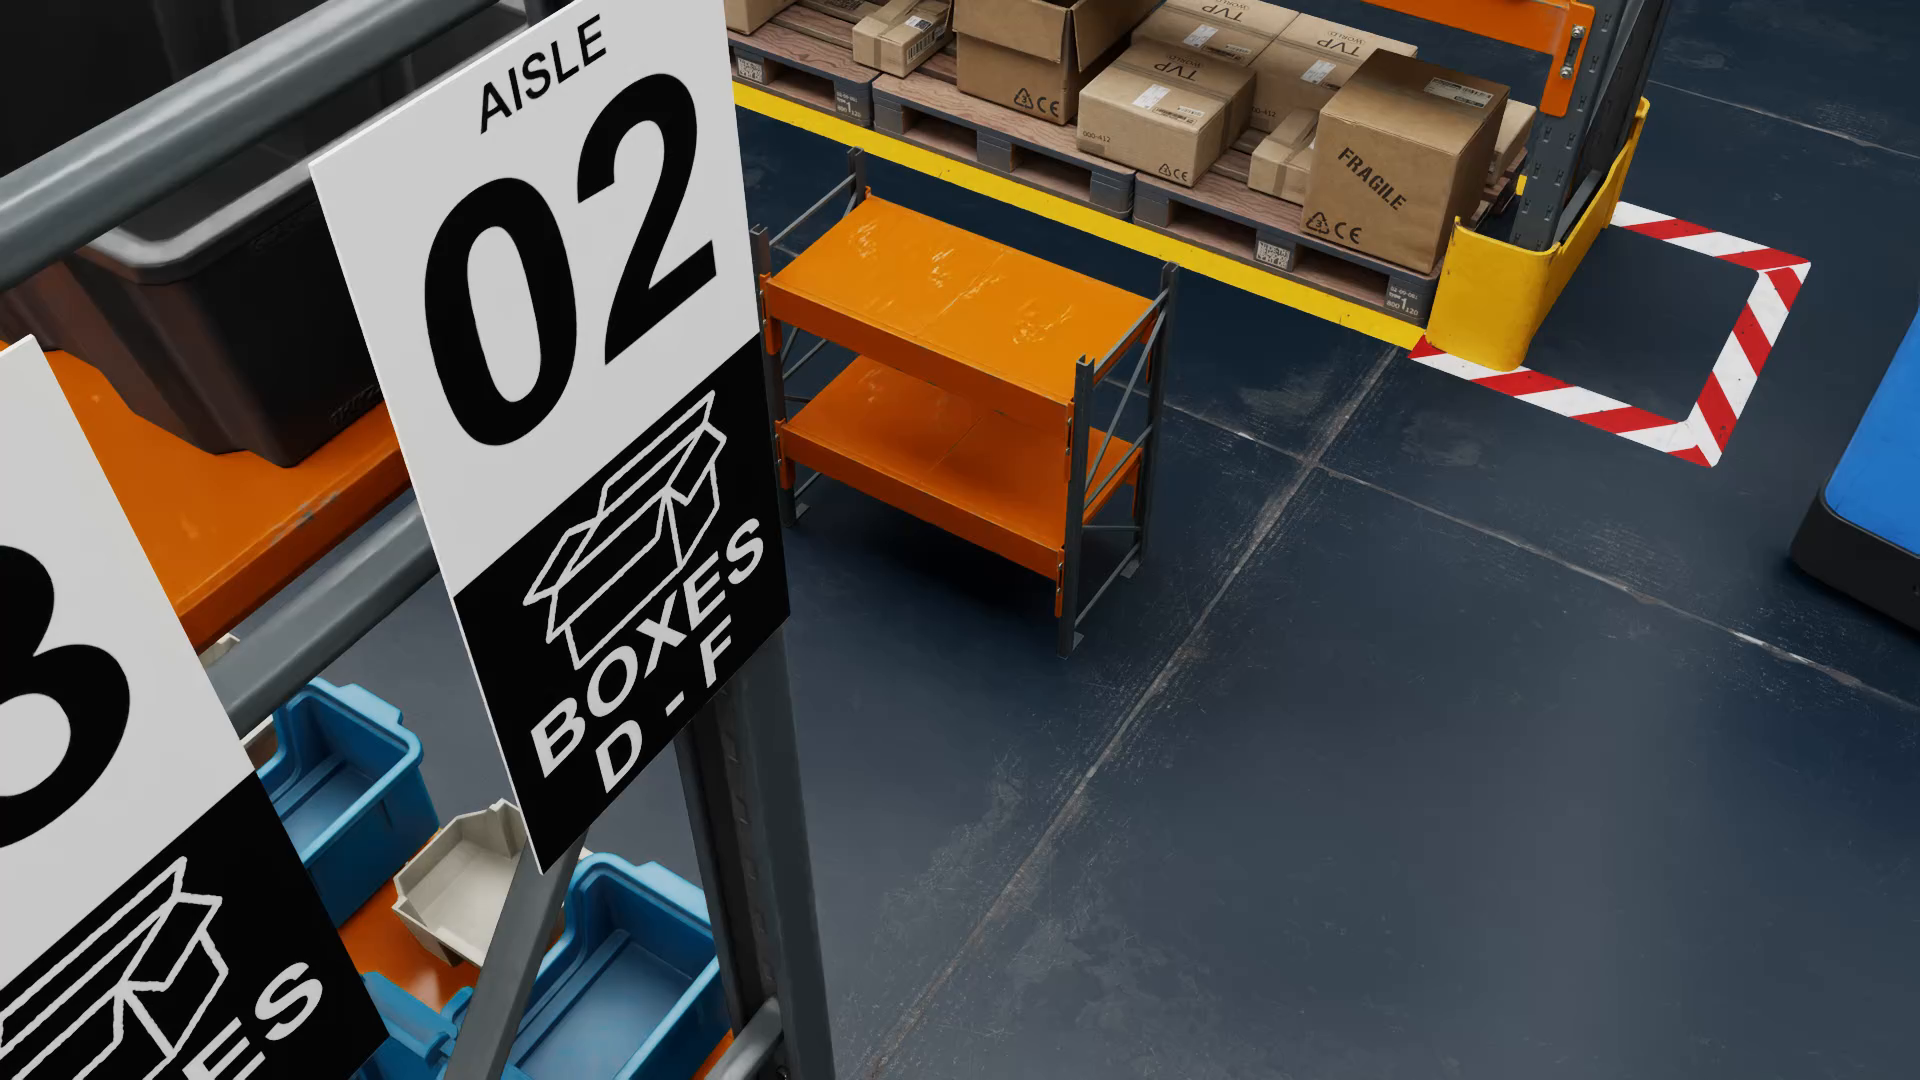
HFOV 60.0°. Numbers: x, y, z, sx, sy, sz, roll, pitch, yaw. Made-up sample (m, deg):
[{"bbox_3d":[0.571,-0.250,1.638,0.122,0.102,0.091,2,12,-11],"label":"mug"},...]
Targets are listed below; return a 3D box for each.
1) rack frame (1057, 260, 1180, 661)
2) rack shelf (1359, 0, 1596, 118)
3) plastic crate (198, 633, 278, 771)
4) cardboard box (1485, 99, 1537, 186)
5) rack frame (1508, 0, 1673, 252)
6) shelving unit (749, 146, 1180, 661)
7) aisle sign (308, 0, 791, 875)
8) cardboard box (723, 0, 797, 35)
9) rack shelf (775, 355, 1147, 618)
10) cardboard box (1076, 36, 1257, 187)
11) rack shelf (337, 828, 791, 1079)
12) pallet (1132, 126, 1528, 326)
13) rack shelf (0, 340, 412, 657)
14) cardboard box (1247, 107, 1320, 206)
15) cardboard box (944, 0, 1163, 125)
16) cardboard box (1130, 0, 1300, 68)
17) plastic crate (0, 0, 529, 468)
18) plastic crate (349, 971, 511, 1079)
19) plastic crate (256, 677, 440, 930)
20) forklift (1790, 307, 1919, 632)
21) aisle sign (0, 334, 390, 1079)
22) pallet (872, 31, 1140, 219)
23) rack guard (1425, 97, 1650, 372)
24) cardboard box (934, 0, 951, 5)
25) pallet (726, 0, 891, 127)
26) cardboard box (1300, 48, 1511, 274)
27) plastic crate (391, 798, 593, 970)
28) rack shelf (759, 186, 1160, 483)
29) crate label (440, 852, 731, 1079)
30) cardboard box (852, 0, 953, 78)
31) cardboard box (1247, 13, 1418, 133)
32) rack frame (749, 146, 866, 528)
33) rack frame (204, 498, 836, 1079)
[{"bbox_3d":[0.434,-0.193,4.653,0.032,1.125,0.500,25,51,22],"label":"rack frame"},{"bbox_3d":[0.480,-2.529,6.118,4.000,0.370,1.077,25,51,22],"label":"rack shelf"},{"bbox_3d":[-1.340,0.323,2.987,0.298,0.136,0.250,25,51,22],"label":"plastic crate"},{"bbox_3d":[1.997,-1.535,6.331,0.250,0.149,0.380,25,51,22],"label":"cardboard box"},{"bbox_3d":[2.164,-2.006,5.108,0.127,3.000,1.000,25,51,22],"label":"rack frame"},{"bbox_3d":[0.006,-0.389,4.844,1.048,1.125,0.538,25,51,22],"label":"shelving unit"},{"bbox_3d":[-0.293,-0.074,1.418,0.004,0.787,0.394,25,51,22],"label":"aisle sign"},{"bbox_3d":[-0.967,-2.478,7.134,0.500,0.311,0.500,25,51,22],"label":"cardboard box"},{"bbox_3d":[0.006,-0.219,5.019,1.000,0.278,0.538,25,51,22],"label":"rack shelf"},{"bbox_3d":[0.790,-1.649,6.371,0.500,0.250,0.500,25,51,22],"label":"cardboard box"},{"bbox_3d":[-2.197,0.459,3.214,4.000,0.370,1.077,25,51,22],"label":"rack shelf"},{"bbox_3d":[1.428,-1.371,6.436,1.213,0.211,1.003,25,51,22],"label":"pallet"},{"bbox_3d":[-2.197,-0.586,2.138,4.000,0.370,1.077,25,51,22],"label":"rack shelf"},{"bbox_3d":[1.281,-1.445,6.231,0.250,0.166,0.380,25,51,22],"label":"cardboard box"},{"bbox_3d":[0.381,-2.114,6.646,0.637,0.503,0.797,25,51,22],"label":"cardboard box"},{"bbox_3d":[1.017,-1.970,6.683,0.500,0.250,0.500,25,51,22],"label":"cardboard box"},{"bbox_3d":[-0.687,-0.334,1.483,0.590,0.269,0.497,25,51,22],"label":"plastic crate"},{"bbox_3d":[-0.896,0.933,2.185,0.499,0.435,0.616,25,51,22],"label":"plastic crate"},{"bbox_3d":[-1.098,0.471,2.775,0.300,0.233,0.416,25,51,22],"label":"plastic crate"},{"bbox_3d":[3.927,-1.446,4.611,1.130,2.935,3.031,34,55,29],"label":"forklift"},{"bbox_3d":[-0.611,0.282,1.072,0.004,0.787,0.394,25,51,22],"label":"aisle sign"},{"bbox_3d":[0.405,-1.844,6.895,1.213,0.211,1.003,25,51,22],"label":"pallet"},{"bbox_3d":[2.100,-1.164,6.033,0.348,0.500,1.175,25,51,22],"label":"rack guard"},{"bbox_3d":[0.061,-2.431,7.089,0.500,0.311,0.500,25,51,22],"label":"cardboard box"},{"bbox_3d":[-0.626,-2.316,7.354,1.213,0.211,1.003,25,51,22],"label":"pallet"},{"bbox_3d":[1.573,-1.350,5.906,0.500,0.500,0.500,25,51,22],"label":"cardboard box"},{"bbox_3d":[-0.769,0.585,2.732,0.298,0.136,0.250,25,51,22],"label":"plastic crate"},{"bbox_3d":[0.006,-0.593,4.634,1.000,0.278,0.538,25,51,22],"label":"rack shelf"},{"bbox_3d":[-0.544,0.726,2.528,0.303,0.233,0.416,25,51,22],"label":"crate label"},{"bbox_3d":[-0.233,-2.098,6.866,0.250,0.166,0.380,25,51,22],"label":"cardboard box"},{"bbox_3d":[1.438,-1.776,6.495,0.500,0.250,0.500,25,51,22],"label":"cardboard box"},{"bbox_3d":[-0.422,-0.586,5.035,0.032,1.125,0.500,25,51,22],"label":"rack frame"},{"bbox_3d":[-0.514,0.983,2.203,0.127,3.000,1.000,25,51,22],"label":"rack frame"}]
